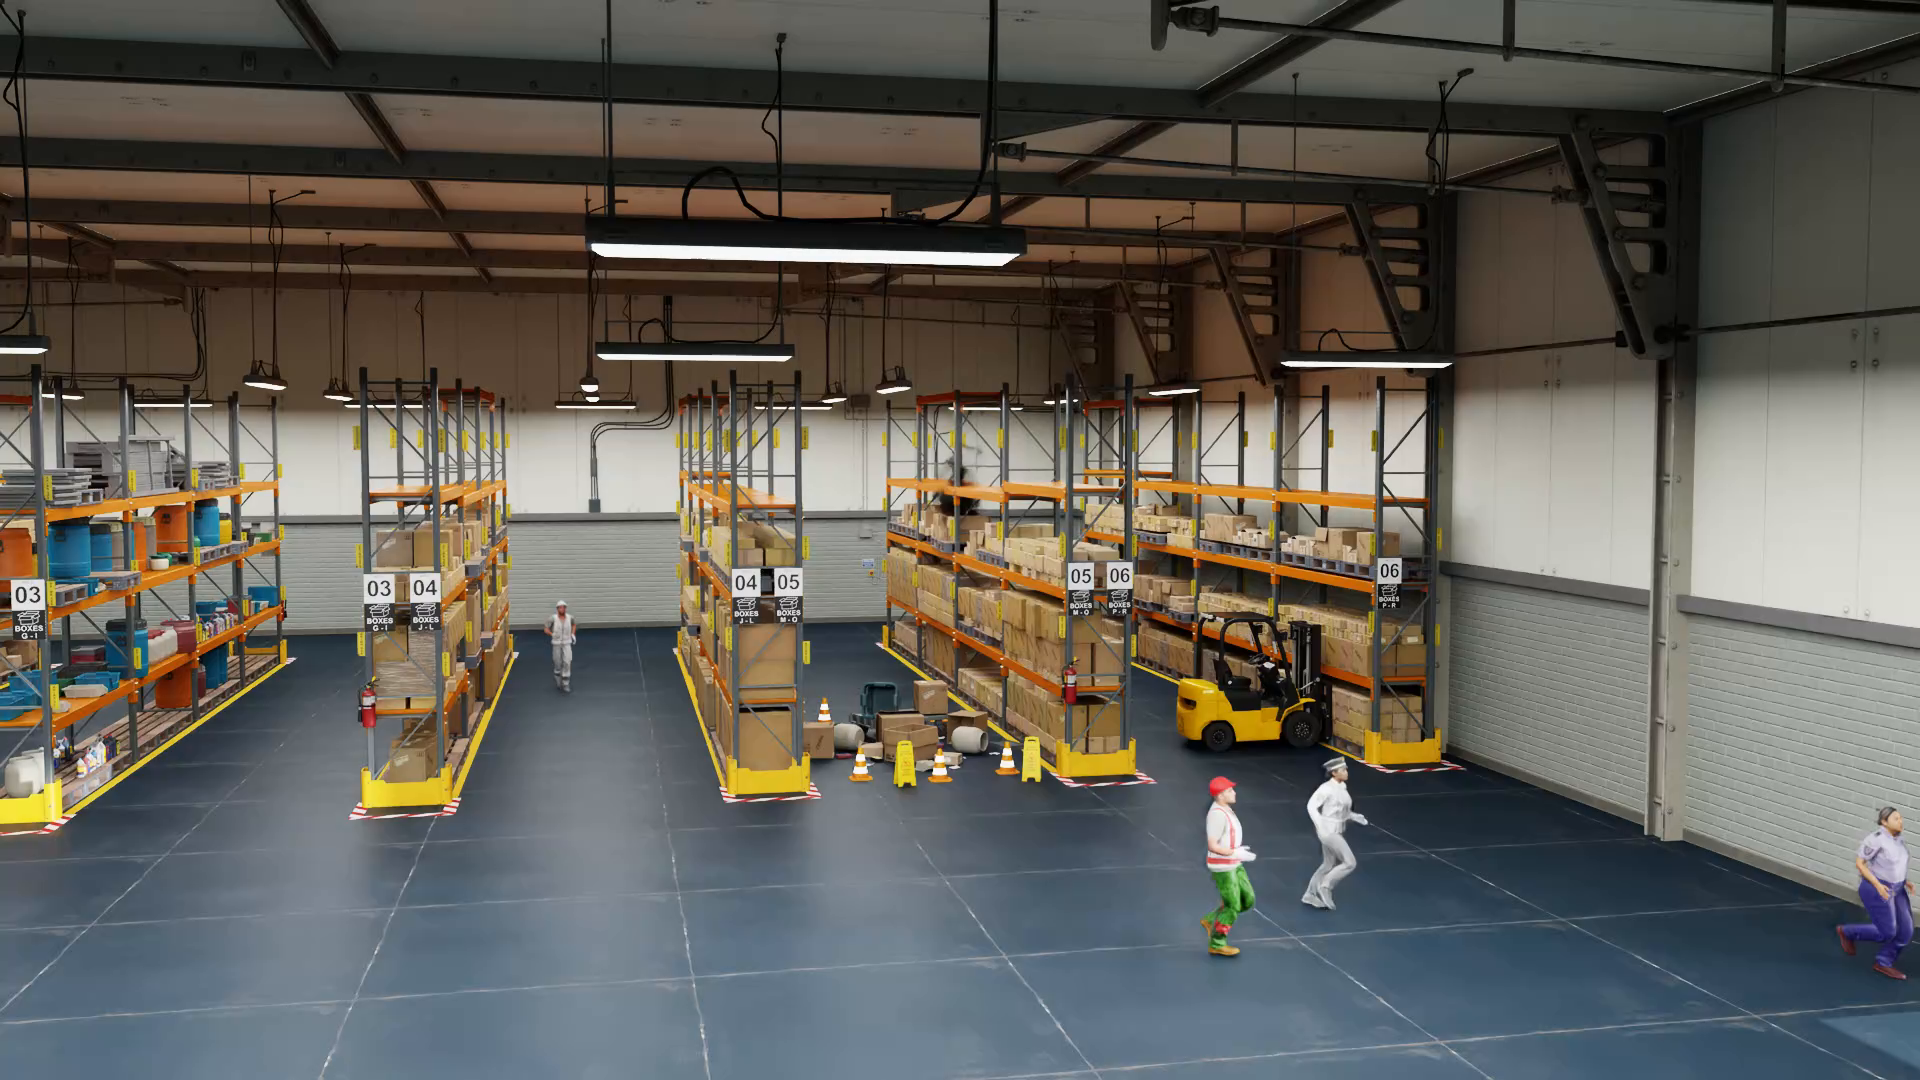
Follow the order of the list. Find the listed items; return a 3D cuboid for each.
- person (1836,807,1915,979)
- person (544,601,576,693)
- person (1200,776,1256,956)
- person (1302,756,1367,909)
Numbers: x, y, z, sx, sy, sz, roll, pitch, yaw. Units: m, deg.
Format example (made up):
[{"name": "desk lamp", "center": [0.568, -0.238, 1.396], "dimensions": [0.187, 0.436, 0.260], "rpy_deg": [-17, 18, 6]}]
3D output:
[{"name": "person", "center": [8.634, 3.279, 15.641], "dimensions": [0.599, 1.592, 0.609], "rpy_deg": [-2, 4, -28]}, {"name": "person", "center": [-8.007, 2.116, 33.348], "dimensions": [0.648, 1.799, 0.918], "rpy_deg": [-1, 4, -19]}, {"name": "person", "center": [2.614, 3.163, 16.149], "dimensions": [0.598, 1.740, 0.648], "rpy_deg": [1, 4, 21]}, {"name": "person", "center": [3.992, 3.109, 17.725], "dimensions": [0.674, 1.643, 0.533], "rpy_deg": [2, 4, 29]}]
